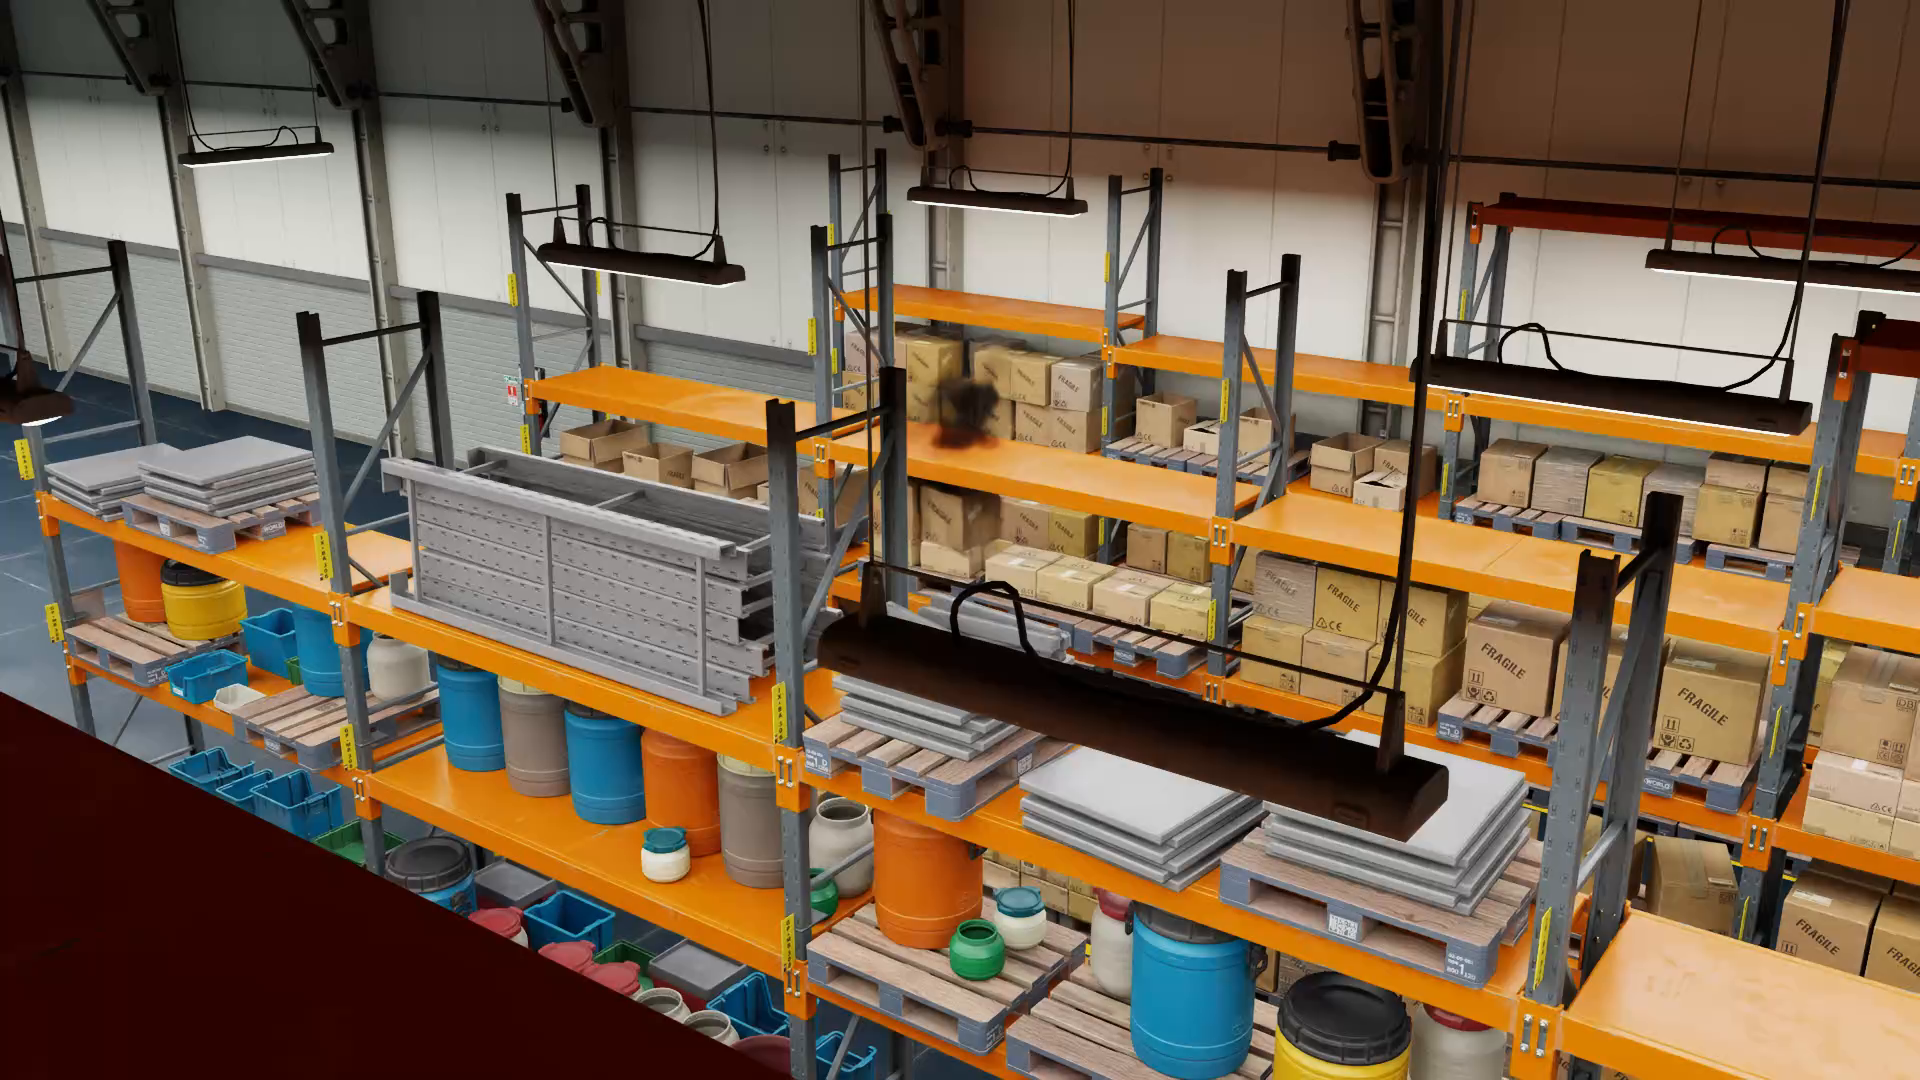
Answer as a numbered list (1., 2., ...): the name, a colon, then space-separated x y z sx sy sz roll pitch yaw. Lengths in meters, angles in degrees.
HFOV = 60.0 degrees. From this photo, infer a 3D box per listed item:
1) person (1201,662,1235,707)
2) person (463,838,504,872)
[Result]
1. person: 2.540 1.922 16.727 0.520 1.626 0.556 12 22 31
2. person: -3.985 2.639 14.463 0.610 1.718 0.698 13 23 35
